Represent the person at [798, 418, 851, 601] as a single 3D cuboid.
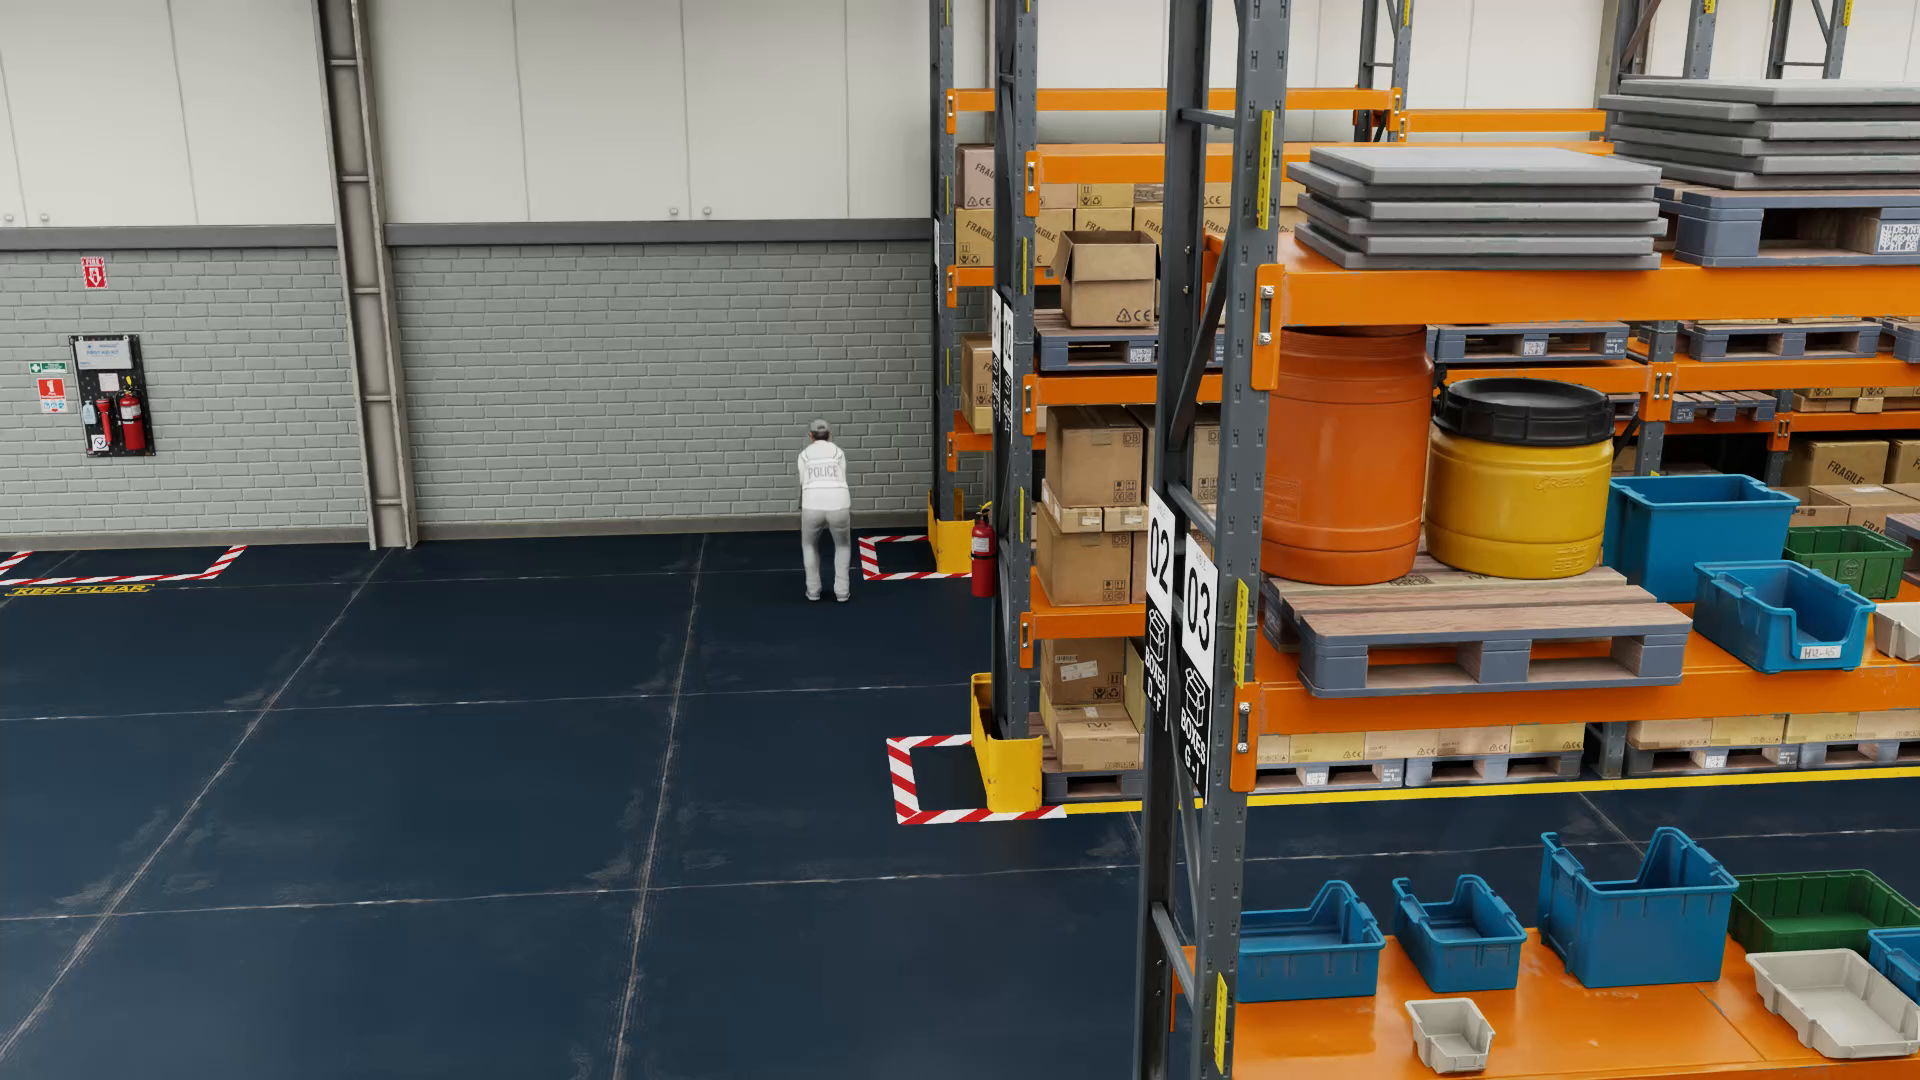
[{"bbox_3d":[-1.191,-0.257,14.565,0.453,1.571,0.684,-2,17,-7],"label":"person"}]
